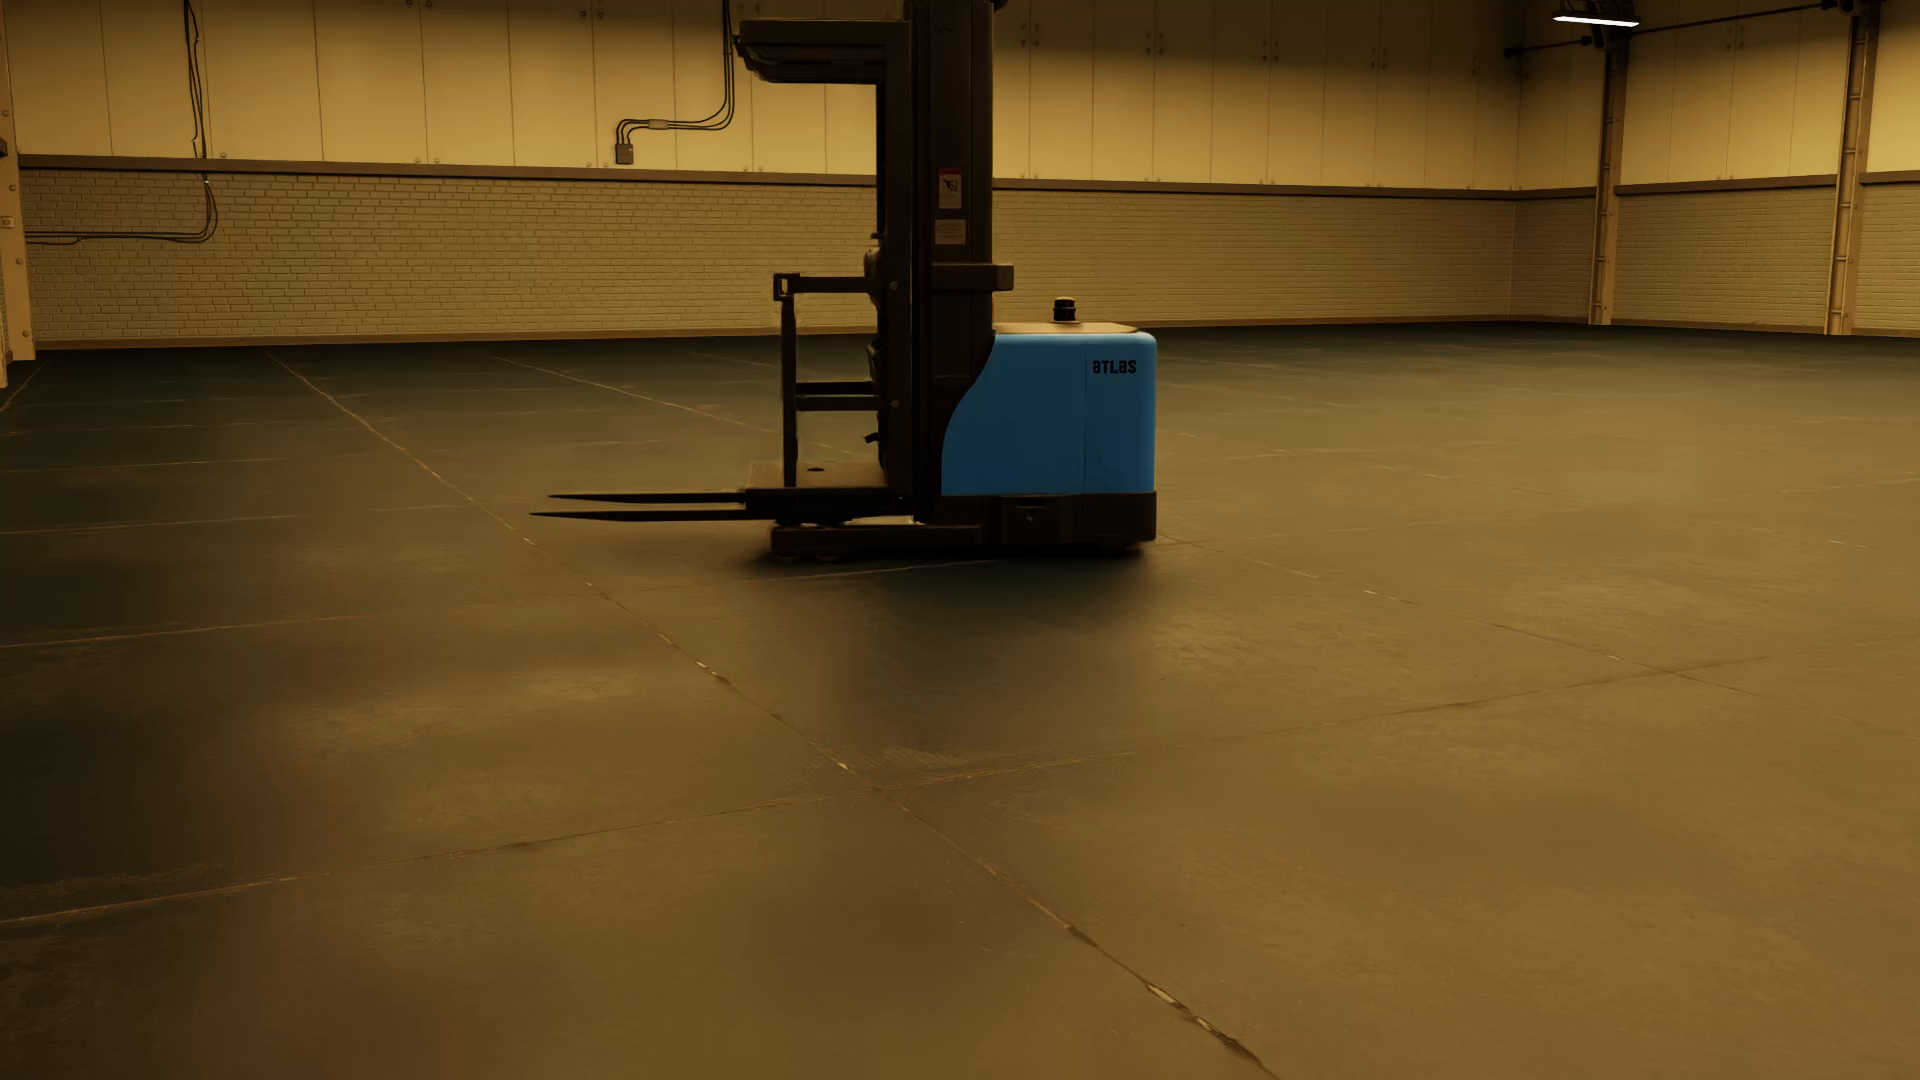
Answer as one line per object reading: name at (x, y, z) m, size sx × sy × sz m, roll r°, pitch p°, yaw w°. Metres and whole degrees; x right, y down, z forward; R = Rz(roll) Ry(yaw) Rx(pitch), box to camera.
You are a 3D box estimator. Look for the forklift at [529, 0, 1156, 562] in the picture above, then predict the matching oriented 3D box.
forklift at (-0.588, -1.430, 8.224) m, size 3.031 × 2.935 × 1.130 m, roll -1°, pitch 10°, yaw -5°
